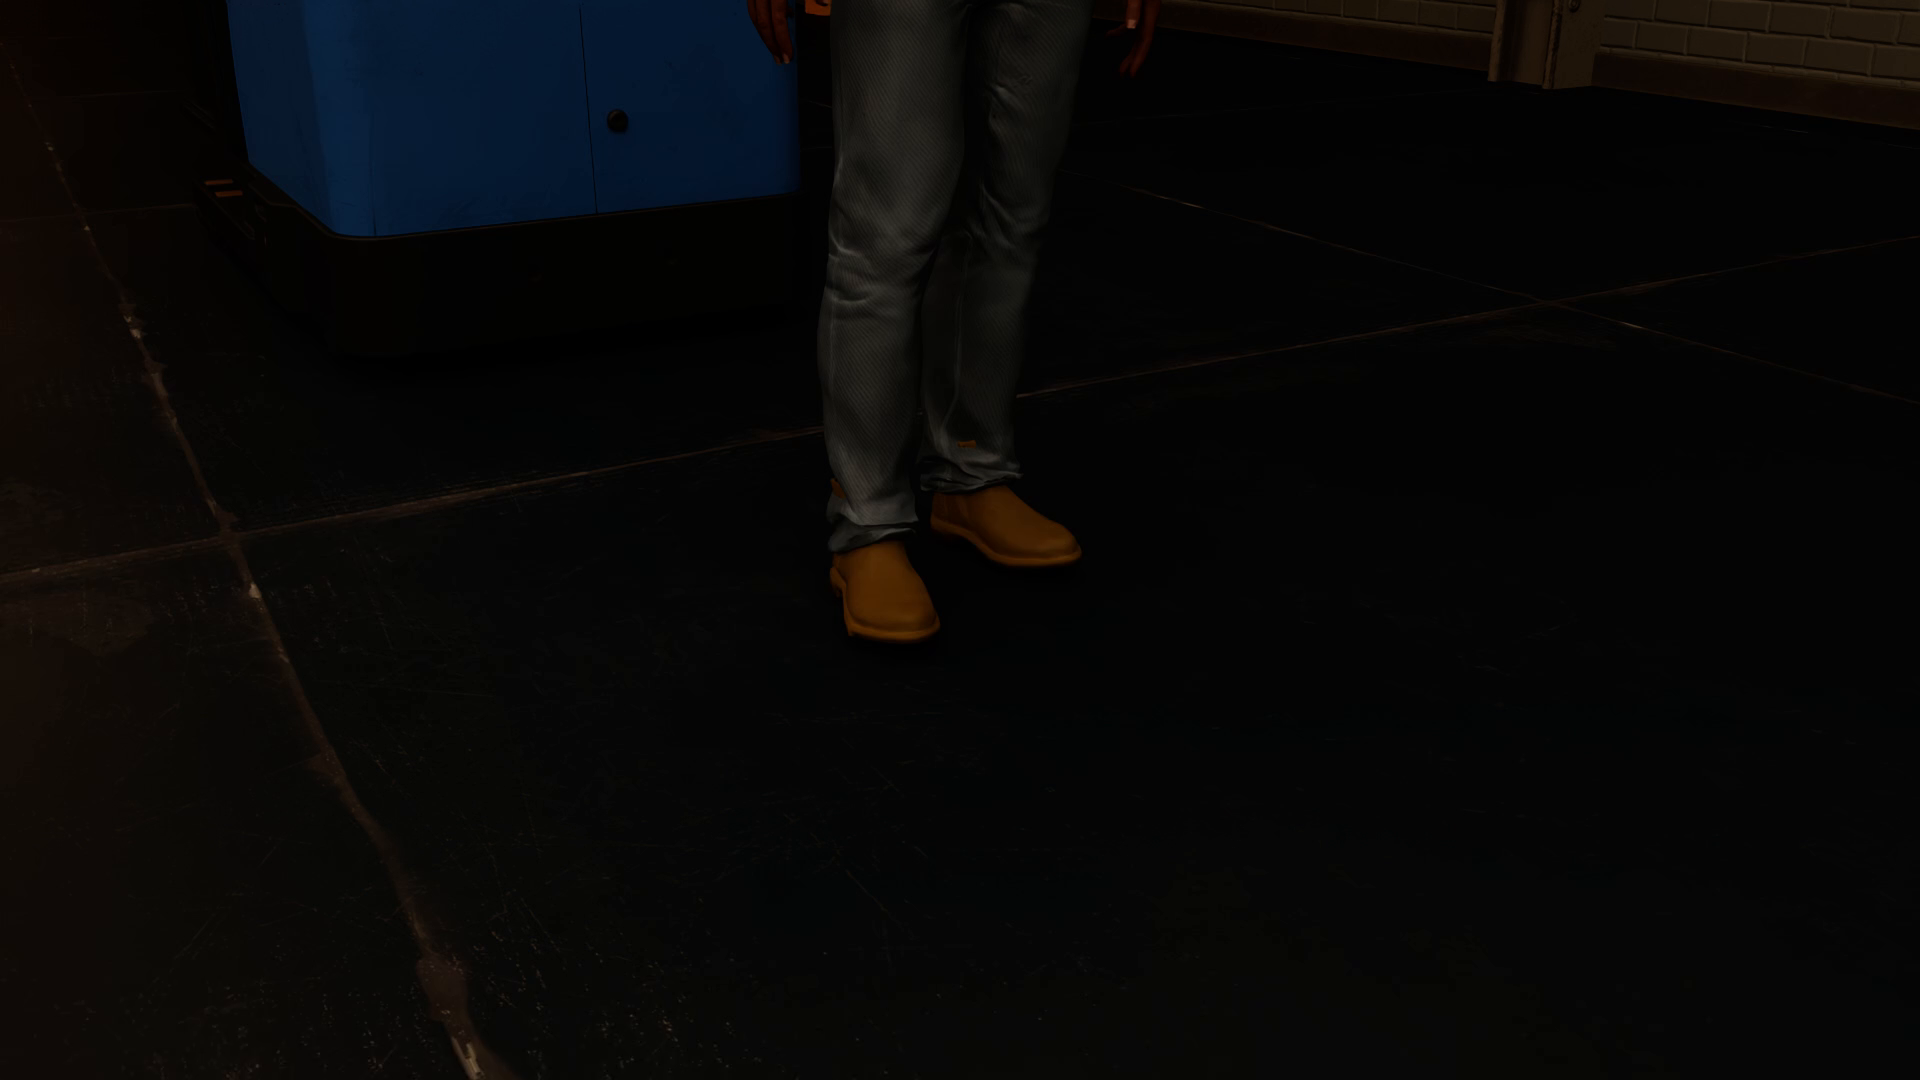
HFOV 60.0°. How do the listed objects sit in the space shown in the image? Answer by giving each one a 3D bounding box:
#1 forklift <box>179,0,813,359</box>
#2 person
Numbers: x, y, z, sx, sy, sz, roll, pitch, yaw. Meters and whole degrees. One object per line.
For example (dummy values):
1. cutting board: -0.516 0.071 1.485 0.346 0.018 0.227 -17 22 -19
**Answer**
1. forklift: -1.529 -2.235 4.221 1.130 2.935 3.031 -13 26 -28
2. person: 0.029 -0.800 2.238 0.665 1.765 0.577 -12 25 -28
